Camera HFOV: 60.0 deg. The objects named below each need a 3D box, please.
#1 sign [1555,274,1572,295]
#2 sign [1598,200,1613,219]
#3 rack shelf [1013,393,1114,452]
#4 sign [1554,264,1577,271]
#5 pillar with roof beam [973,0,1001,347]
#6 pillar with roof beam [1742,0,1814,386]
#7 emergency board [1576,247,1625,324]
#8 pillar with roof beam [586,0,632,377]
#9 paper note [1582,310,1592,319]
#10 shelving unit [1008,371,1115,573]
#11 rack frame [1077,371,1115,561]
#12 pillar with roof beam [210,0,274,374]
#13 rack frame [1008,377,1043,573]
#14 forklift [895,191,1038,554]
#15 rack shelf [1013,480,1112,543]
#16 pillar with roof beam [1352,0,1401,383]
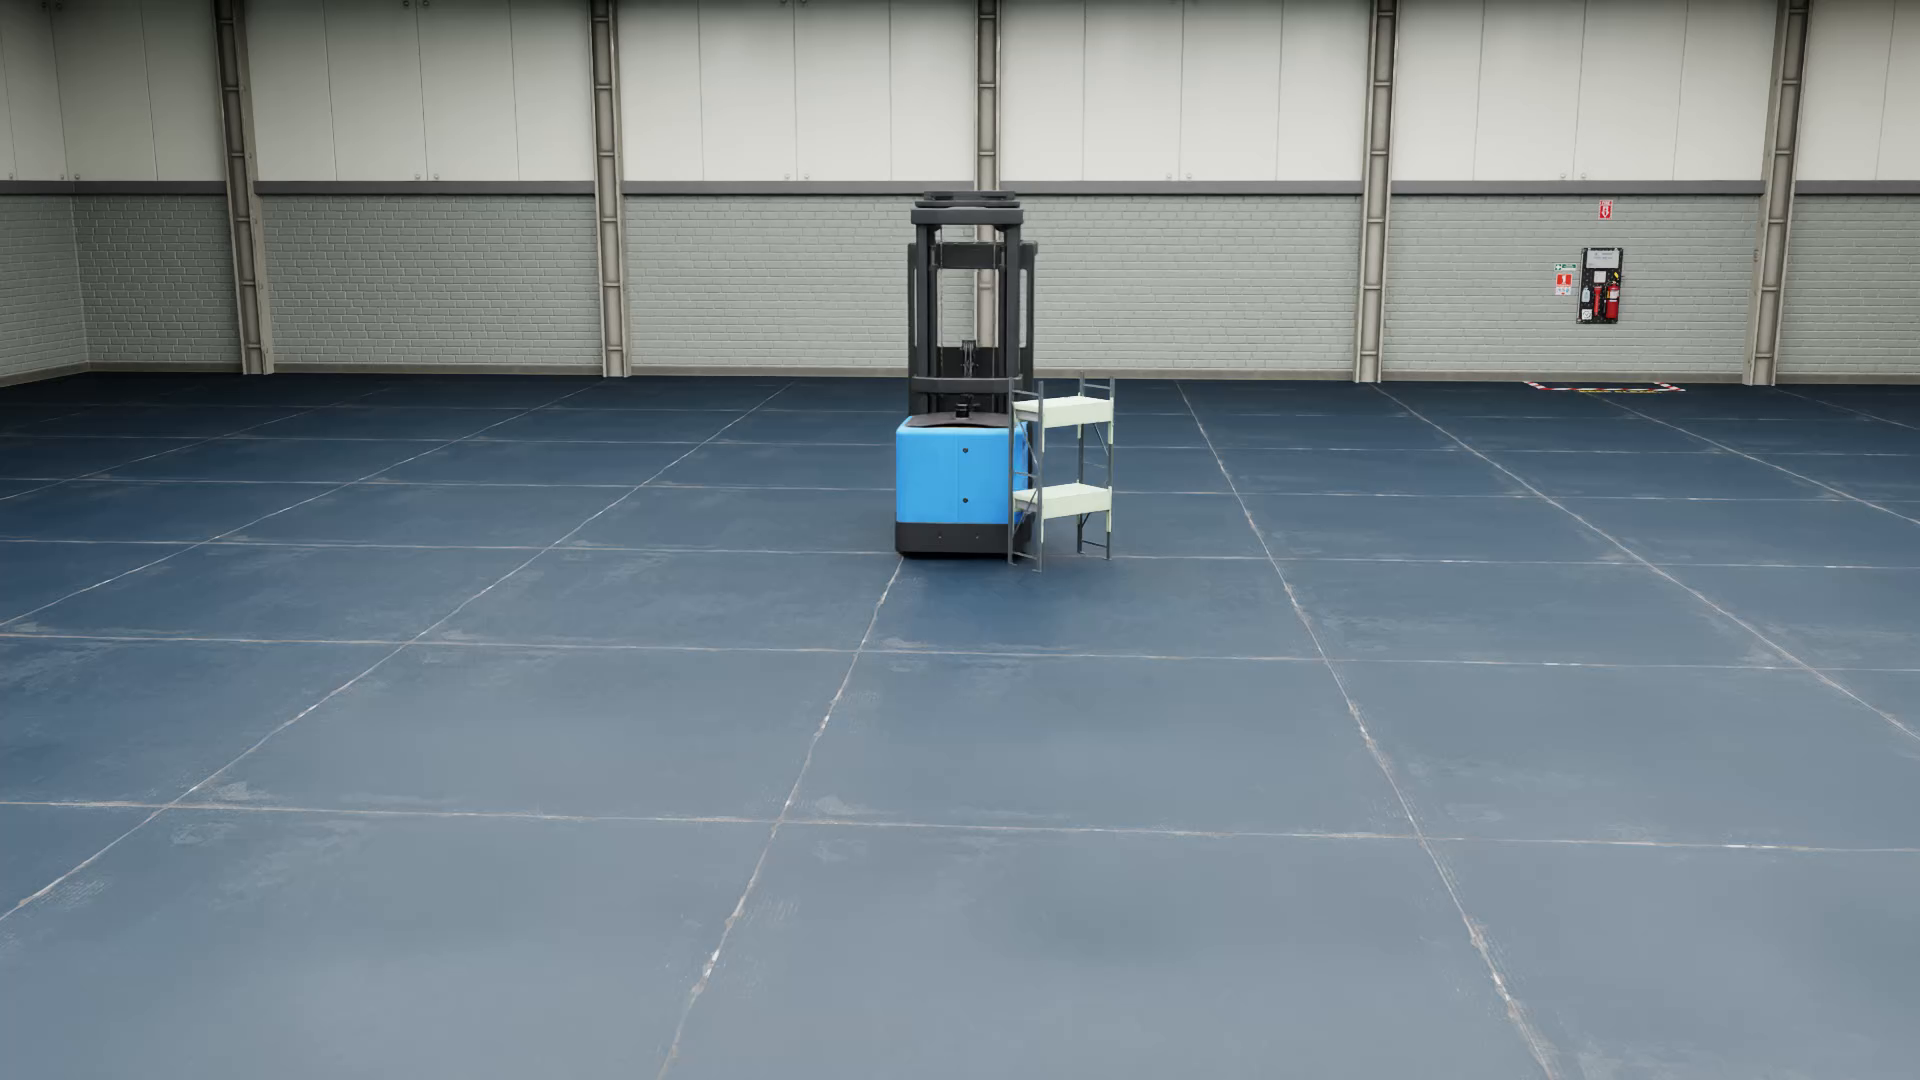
[{"bbox_3d":[9.388,-3.975,25.856,0.234,0.329,0.001,1,12,4],"label":"sign"},{"bbox_3d":[9.932,-5.084,25.583,0.199,0.298,0.001,1,12,4],"label":"sign"},{"bbox_3d":[0.805,-0.938,13.181,0.720,0.370,0.431,-9,15,-36],"label":"rack shelf"},{"bbox_3d":[9.392,-4.232,25.792,0.331,0.109,0.001,1,12,4],"label":"sign"},{"bbox_3d":[0.136,-6.108,21.490,0.400,9.000,9.100,1,12,4],"label":"pillar with roof beam"},{"bbox_3d":[12.109,-5.944,20.705,0.400,9.000,9.100,1,12,4],"label":"pillar with roof beam"},{"bbox_3d":[9.933,-3.928,25.722,0.643,1.169,0.194,1,12,4],"label":"emergency board"},{"bbox_3d":[-5.851,-6.190,21.882,0.400,9.000,9.100,1,12,4],"label":"pillar with roof beam"},{"bbox_3d":[9.761,-3.514,25.892,0.142,0.148,0.016,1,12,4],"label":"paper note"},{"bbox_3d":[0.805,-0.556,13.261,0.755,1.500,0.431,-9,15,-36],"label":"shelving unit"},{"bbox_3d":[1.099,-0.600,13.475,0.023,1.500,0.400,-9,15,-36],"label":"rack frame"},{"bbox_3d":[-11.838,-6.272,22.275,0.400,9.000,9.100,1,12,4],"label":"pillar with roof beam"},{"bbox_3d":[0.512,-0.511,13.047,0.023,1.500,0.400,-9,15,-36],"label":"rack frame"},{"bbox_3d":[0.118,-1.573,14.627,1.130,2.935,3.031,1,12,5],"label":"forklift"},{"bbox_3d":[0.805,-0.237,13.328,0.720,0.370,0.431,-9,15,-36],"label":"rack shelf"},{"bbox_3d":[6.122,-6.026,21.097,0.400,9.000,9.100,1,12,4],"label":"pillar with roof beam"}]
